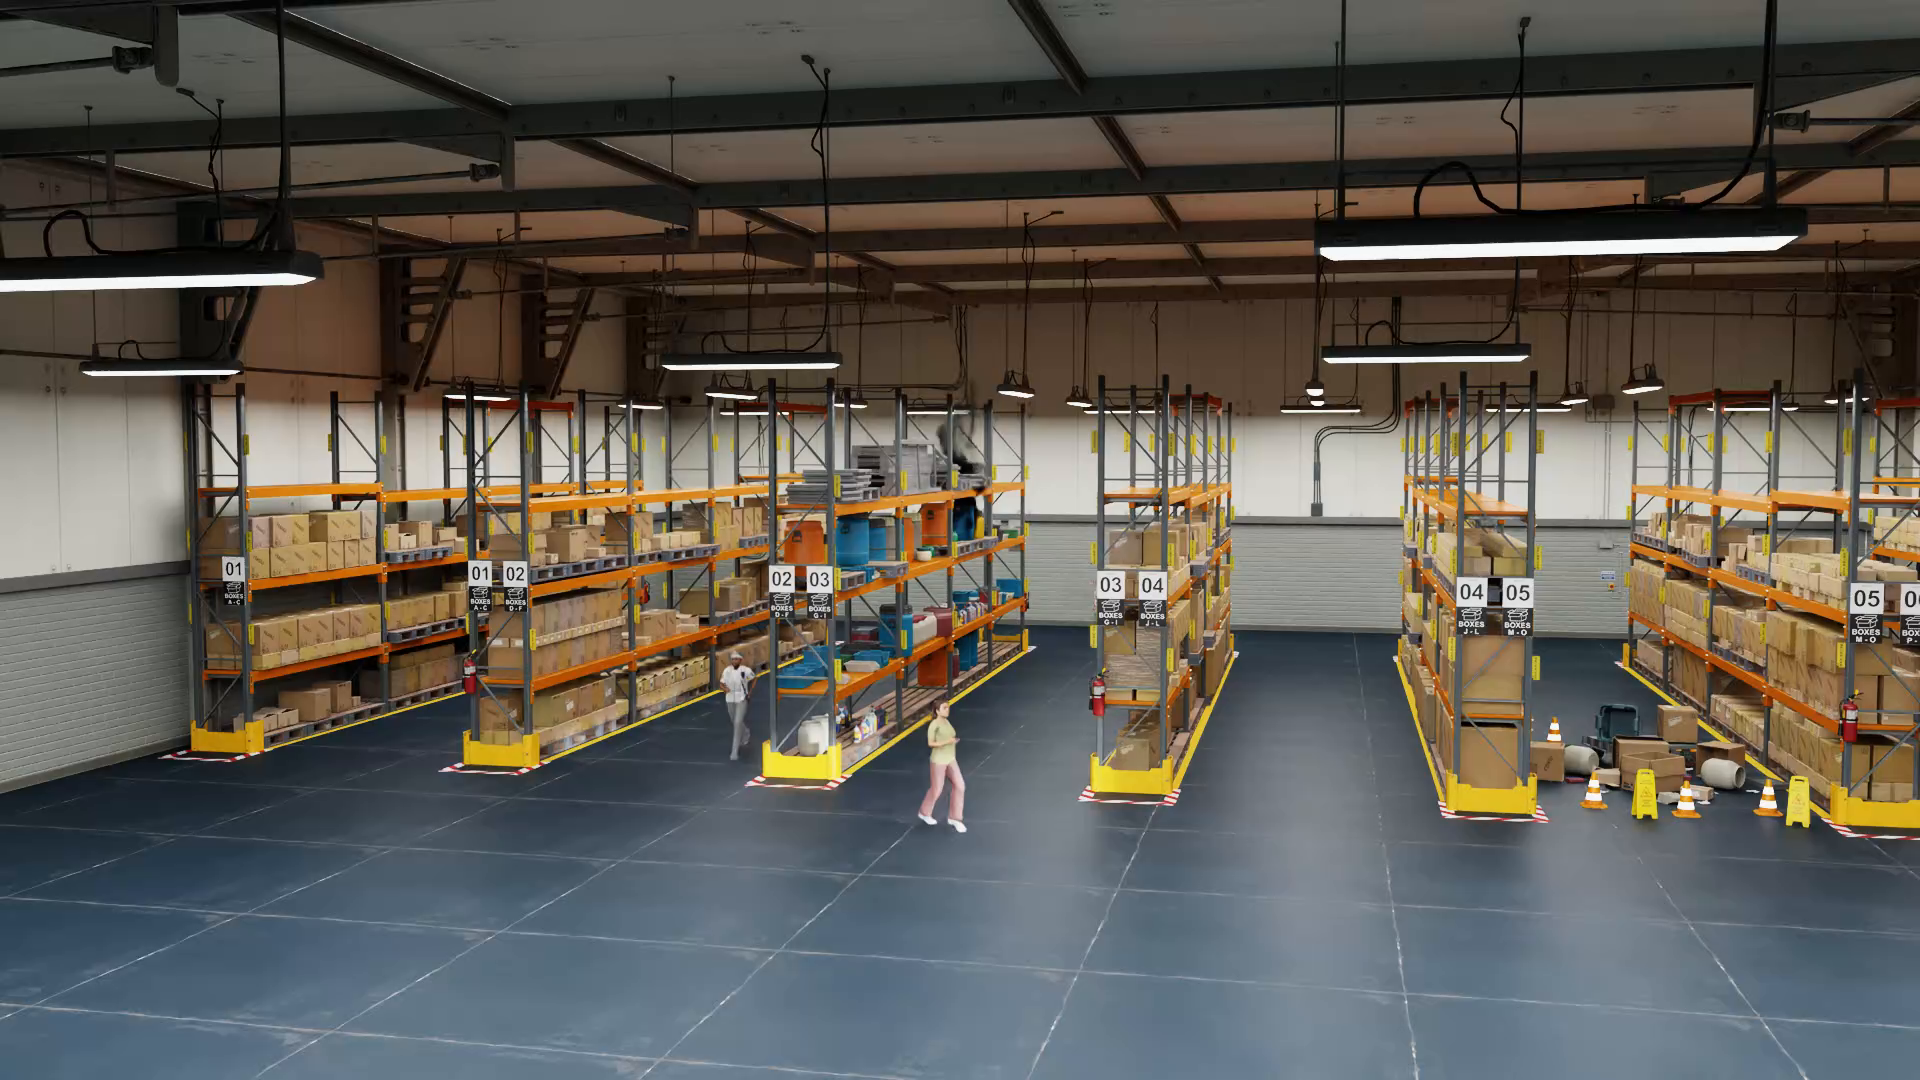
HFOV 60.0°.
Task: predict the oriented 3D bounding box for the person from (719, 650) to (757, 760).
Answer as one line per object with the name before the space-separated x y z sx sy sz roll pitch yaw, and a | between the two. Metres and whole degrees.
person | -3.603 2.630 26.898 0.543 1.735 1.032 1 3 17

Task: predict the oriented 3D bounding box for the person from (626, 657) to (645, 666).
person | -6.779 2.190 34.928 0.627 1.713 0.857 1 3 15

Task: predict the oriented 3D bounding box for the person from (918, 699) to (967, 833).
person | -0.243 2.919 21.612 0.728 1.714 0.562 3 4 40
